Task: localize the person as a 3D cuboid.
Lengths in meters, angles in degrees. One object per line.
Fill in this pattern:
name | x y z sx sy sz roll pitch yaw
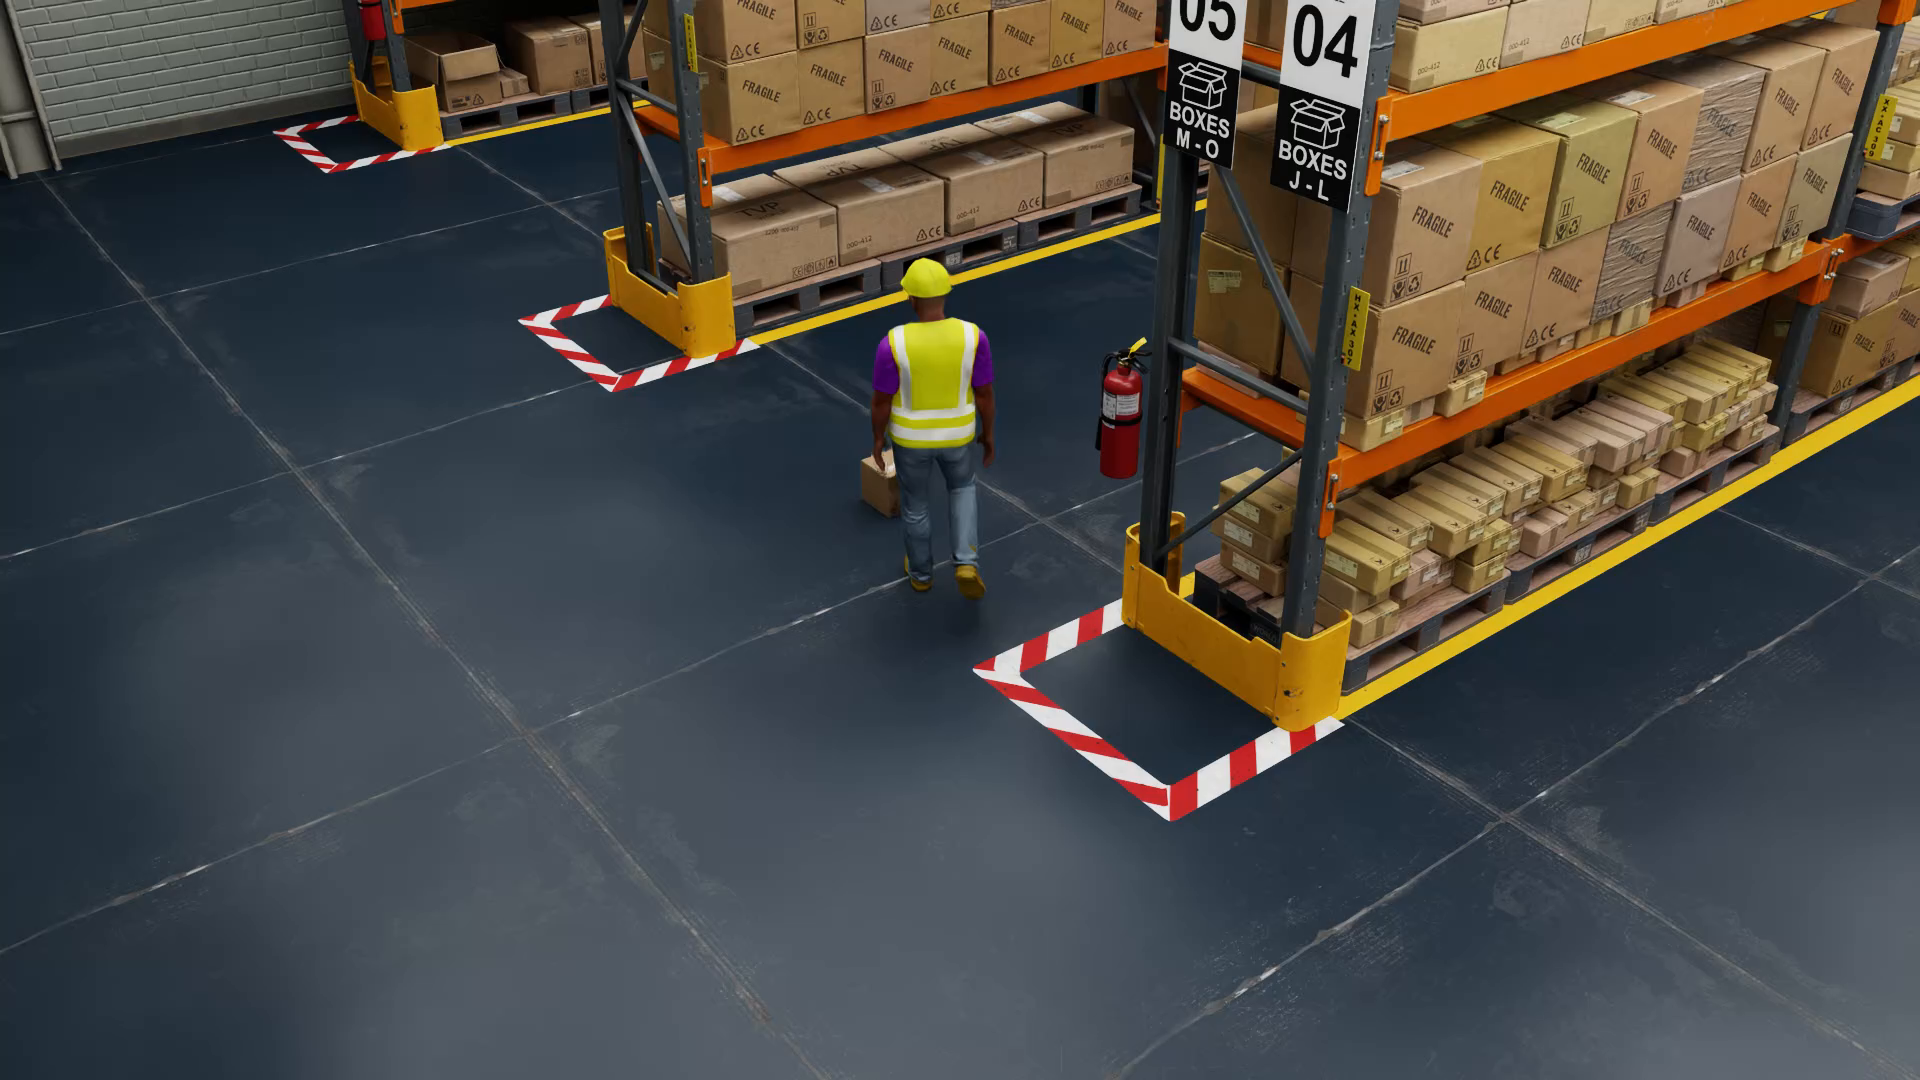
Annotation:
person | -0.130 -0.502 7.904 0.590 1.767 0.581 -5 32 -8
